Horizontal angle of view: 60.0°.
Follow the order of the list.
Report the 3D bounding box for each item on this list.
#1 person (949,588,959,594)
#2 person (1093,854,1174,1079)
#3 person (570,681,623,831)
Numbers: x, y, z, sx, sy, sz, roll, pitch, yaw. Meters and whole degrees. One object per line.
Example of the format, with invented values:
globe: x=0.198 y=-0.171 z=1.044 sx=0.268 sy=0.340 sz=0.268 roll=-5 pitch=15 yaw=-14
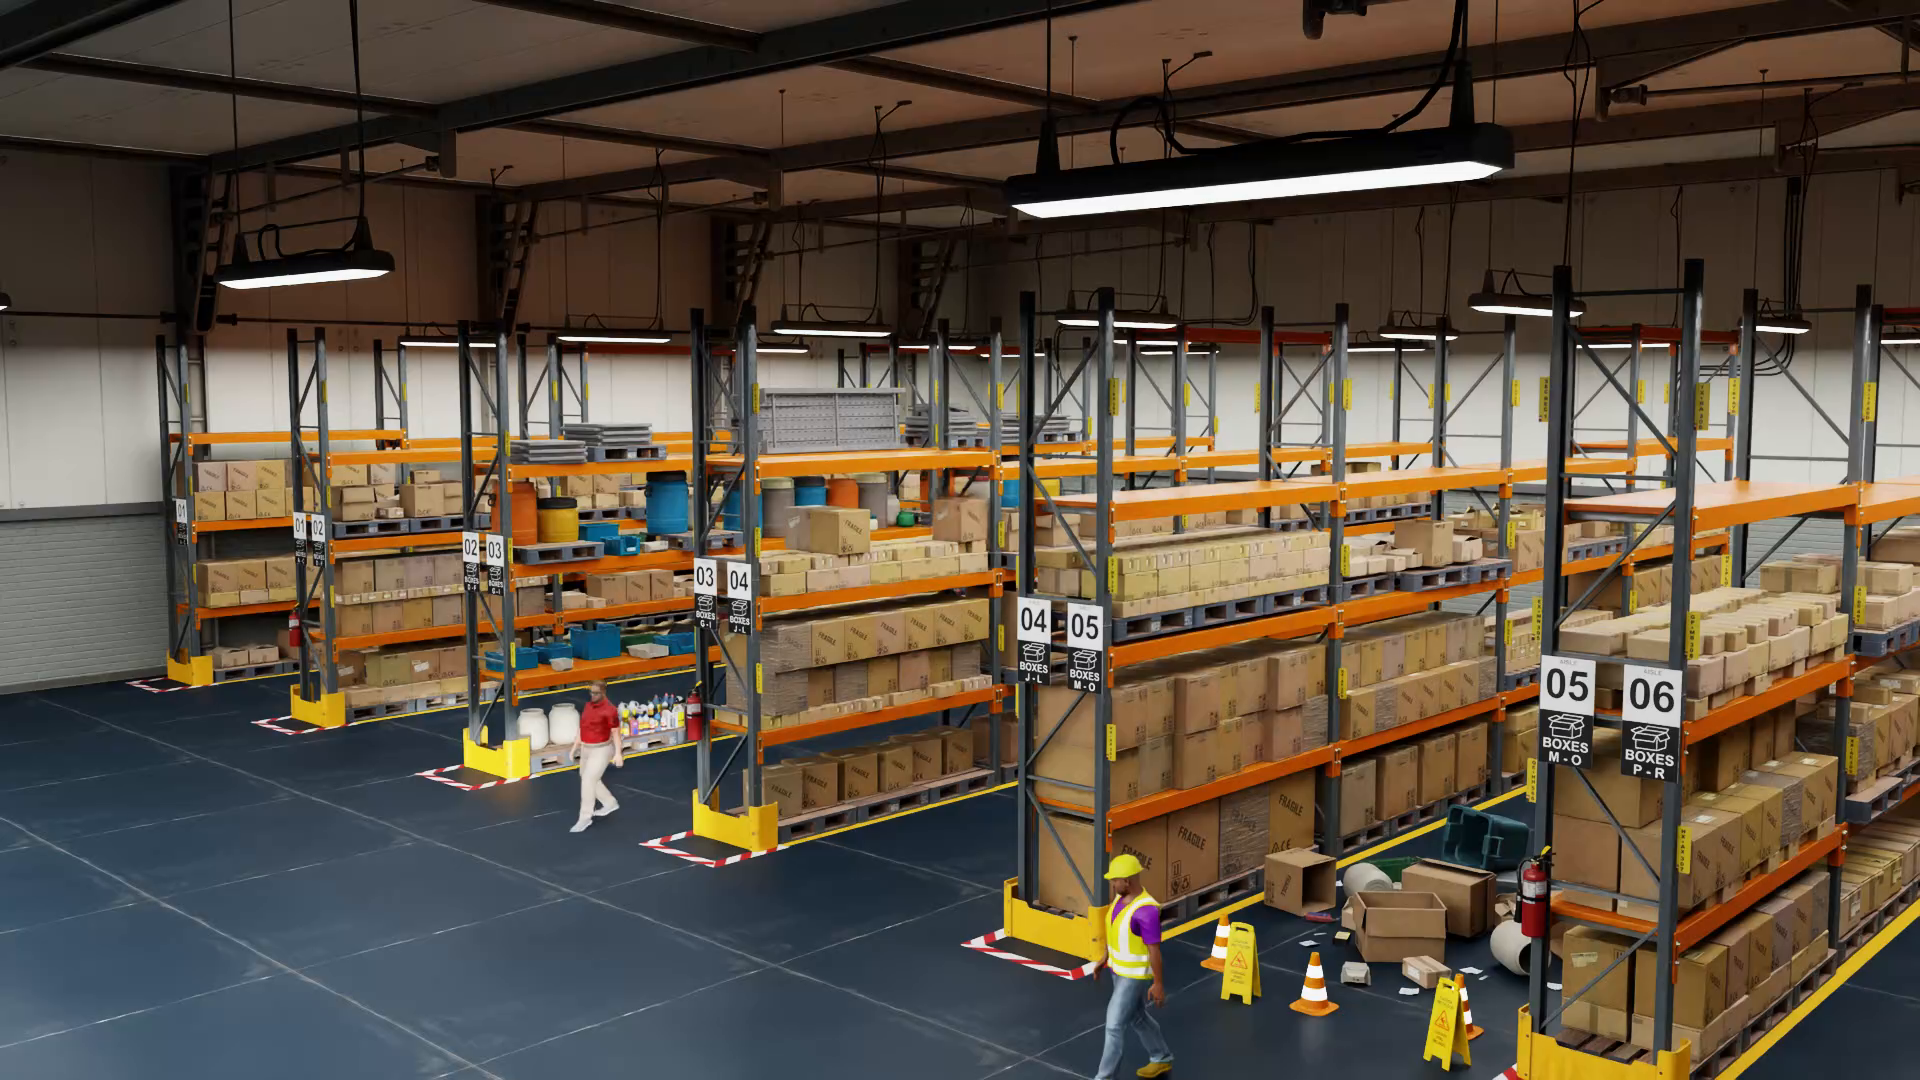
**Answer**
person: x=-0.179 y=1.425 z=30.637 sx=0.636 sy=1.719 sz=0.408 roll=5 pitch=7 yaw=43
person: x=1.187 y=3.162 z=12.185 sx=0.911 sy=1.736 sz=0.634 roll=-2 pitch=6 yaw=-16
person: x=-4.272 y=2.505 z=19.491 sx=0.618 sy=1.728 sz=0.780 roll=4 pitch=7 yaw=37
